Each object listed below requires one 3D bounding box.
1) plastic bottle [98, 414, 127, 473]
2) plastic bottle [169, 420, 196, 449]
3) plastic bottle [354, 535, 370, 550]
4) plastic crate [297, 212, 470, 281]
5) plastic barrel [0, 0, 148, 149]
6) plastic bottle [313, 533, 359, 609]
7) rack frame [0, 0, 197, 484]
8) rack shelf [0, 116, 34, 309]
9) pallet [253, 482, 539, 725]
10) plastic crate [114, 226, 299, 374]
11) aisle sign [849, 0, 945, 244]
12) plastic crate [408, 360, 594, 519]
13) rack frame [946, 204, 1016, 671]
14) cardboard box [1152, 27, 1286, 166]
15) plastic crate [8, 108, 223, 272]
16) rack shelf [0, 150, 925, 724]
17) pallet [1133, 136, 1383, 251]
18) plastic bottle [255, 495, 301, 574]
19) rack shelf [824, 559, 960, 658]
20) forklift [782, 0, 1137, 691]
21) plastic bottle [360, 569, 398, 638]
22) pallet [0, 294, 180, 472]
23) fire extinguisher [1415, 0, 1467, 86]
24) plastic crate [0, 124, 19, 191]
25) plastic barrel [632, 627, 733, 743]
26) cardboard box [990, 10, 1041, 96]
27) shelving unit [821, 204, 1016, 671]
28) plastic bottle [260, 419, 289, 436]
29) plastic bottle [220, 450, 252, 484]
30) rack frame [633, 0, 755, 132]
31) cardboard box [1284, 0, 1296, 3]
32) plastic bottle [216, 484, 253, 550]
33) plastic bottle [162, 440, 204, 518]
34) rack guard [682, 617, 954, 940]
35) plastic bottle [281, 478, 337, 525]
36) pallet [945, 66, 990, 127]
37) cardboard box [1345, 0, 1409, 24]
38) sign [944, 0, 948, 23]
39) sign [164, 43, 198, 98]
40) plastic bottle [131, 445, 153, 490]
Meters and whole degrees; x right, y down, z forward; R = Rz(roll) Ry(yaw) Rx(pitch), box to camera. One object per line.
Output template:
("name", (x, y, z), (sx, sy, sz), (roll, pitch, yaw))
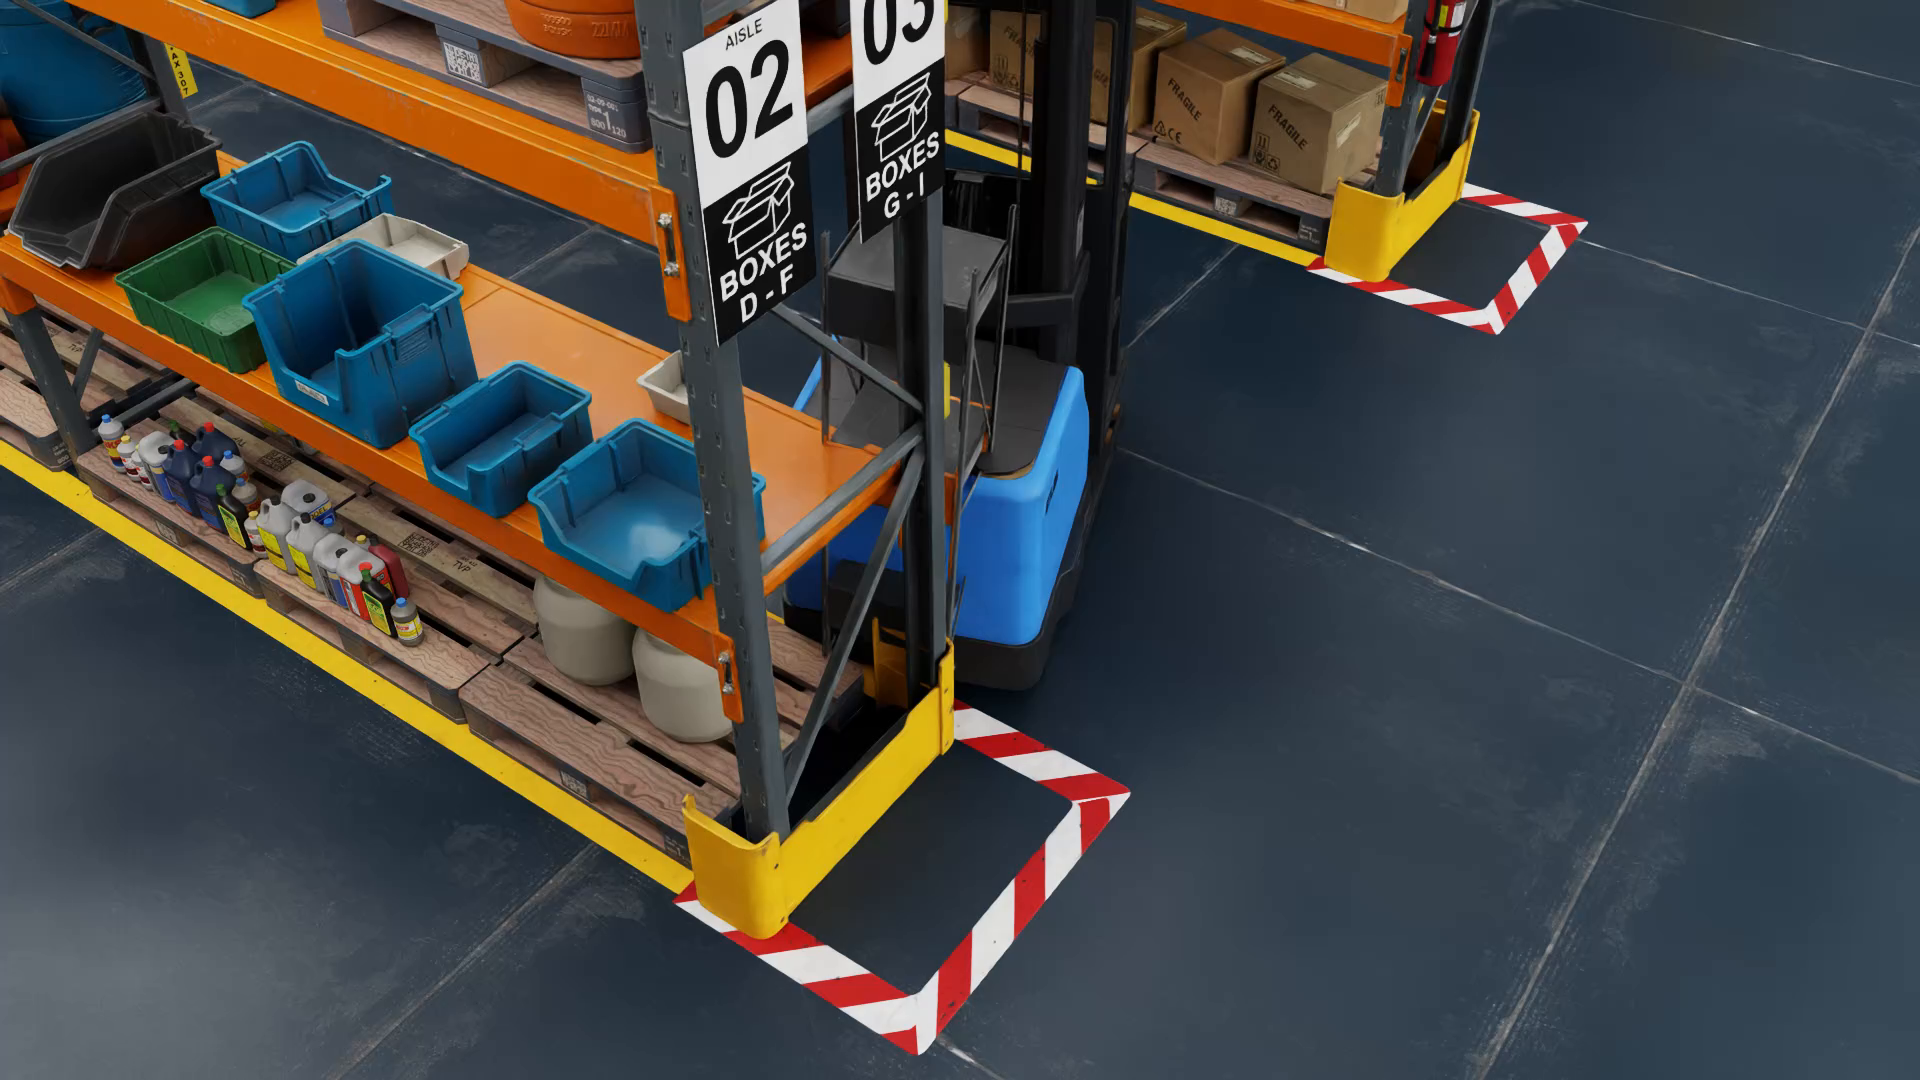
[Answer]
("plastic bottle", (-3.650, -0.426, 7.193), (0.097, 0.271, 0.097), (0, 42, 0))
("plastic bottle", (-3.309, -0.380, 7.132), (0.133, 0.283, 0.061), (25, 48, 25))
("plastic bottle", (-2.387, 0.067, 6.695), (0.097, 0.201, 0.097), (0, 42, 0))
("plastic crate", (-2.184, -1.058, 6.381), (0.437, 0.136, 0.530), (25, 48, 25))
("plastic barrel", (-3.801, -2.140, 7.016), (0.708, 0.901, 0.600), (25, 48, 25))
("plastic bottle", (-2.444, 0.114, 6.586), (0.135, 0.276, 0.152), (24, 47, 24))
("rack frame", (-3.659, -1.640, 6.833), (0.127, 3.000, 1.000), (25, 48, 25))
("rack shelf", (-5.296, -2.138, 7.929), (4.000, 0.370, 1.077), (25, 48, 25))
("pallet", (-2.130, 0.146, 6.929), (1.213, 0.211, 1.003), (25, 48, 25))
("plastic crate", (-2.710, -0.887, 6.151), (0.662, 0.188, 0.450), (25, 48, 25))
("aisle sign", (-0.157, -1.210, 4.403), (0.004, 0.787, 0.394), (25, 48, 25))
("plastic crate", (-1.494, -0.333, 5.484), (0.408, 0.251, 0.499), (25, 48, 25))
("rack frame", (0.049, -0.185, 5.850), (0.015, 2.100, 0.400), (16, 46, 11))
("cardboard box", (1.449, -2.496, 9.350), (0.500, 0.500, 0.500), (-29, 49, -28))
("plastic crate", (-3.303, -1.347, 6.552), (0.504, 0.338, 0.767), (25, 48, 25))
("rack shelf", (-2.021, -0.606, 6.217), (4.000, 0.370, 1.077), (25, 48, 25))
("pallet", (1.753, -2.133, 9.475), (1.213, 0.211, 1.003), (25, 48, 25))
("plastic bottle", (-2.734, -0.046, 6.709), (0.185, 0.351, 0.144), (25, 47, 25))
("rack shelf", (-0.222, 0.256, 6.399), (0.480, 0.518, 0.431), (16, 46, 11))
("forklift", (0.153, -1.499, 6.727), (1.130, 2.935, 3.031), (10, 43, 10))
("plastic bottle", (-2.246, 0.241, 6.438), (0.133, 0.283, 0.061), (26, 48, 26))
("pallet", (-4.324, -0.880, 8.076), (1.213, 0.211, 1.003), (25, 48, 25))
("fire extinguisher", (2.289, -2.488, 7.839), (0.183, 0.674, 0.296), (25, 48, 25))
("plastic crate", (-4.231, -1.682, 6.833), (0.583, 0.464, 0.402), (25, 48, 25))
("plastic barrel", (-0.967, 0.452, 6.046), (0.421, 0.512, 0.421), (0, 42, 0))
("cardboard box", (0.516, -2.984, 9.895), (0.500, 0.500, 0.500), (21, 46, 22))
("shelving unit", (-0.182, -0.250, 5.897), (0.503, 2.100, 0.431), (16, 46, 11))
("plastic bottle", (-3.049, -0.649, 7.382), (0.185, 0.351, 0.144), (25, 48, 25))
("plastic bottle", (-3.048, -0.262, 7.010), (0.097, 0.271, 0.097), (0, 42, 0))
("rack frame", (-0.384, -2.344, 3.121), (0.127, 3.000, 1.000), (25, 48, 25))
("cardboard box", (1.669, -2.879, 8.406), (0.250, 0.149, 0.380), (25, 48, 25))
("plastic bottle", (-2.971, -0.098, 6.817), (0.133, 0.283, 0.061), (27, 48, 27))
("plastic bottle", (-3.236, -0.281, 6.971), (0.185, 0.351, 0.144), (26, 48, 26))
("rack guard", (-0.473, 0.820, 5.959), (0.348, 0.500, 1.175), (25, 48, 25))
("plastic bottle", (-2.669, -0.109, 6.835), (0.135, 0.276, 0.152), (25, 48, 25))
("pallet", (-0.245, -3.067, 10.519), (1.213, 0.211, 1.003), (25, 48, 25))
("cardboard box", (2.108, -2.715, 8.224), (0.250, 0.149, 0.380), (25, 48, 25))
("sign", (-0.065, -1.528, 4.452), (0.005, 0.325, 0.100), (25, 48, 25))
("sign", (-3.334, -2.039, 7.072), (0.005, 0.325, 0.100), (25, 48, 25))
("plastic bottle", (-3.483, -0.322, 7.129), (0.097, 0.201, 0.097), (0, 42, 0))
